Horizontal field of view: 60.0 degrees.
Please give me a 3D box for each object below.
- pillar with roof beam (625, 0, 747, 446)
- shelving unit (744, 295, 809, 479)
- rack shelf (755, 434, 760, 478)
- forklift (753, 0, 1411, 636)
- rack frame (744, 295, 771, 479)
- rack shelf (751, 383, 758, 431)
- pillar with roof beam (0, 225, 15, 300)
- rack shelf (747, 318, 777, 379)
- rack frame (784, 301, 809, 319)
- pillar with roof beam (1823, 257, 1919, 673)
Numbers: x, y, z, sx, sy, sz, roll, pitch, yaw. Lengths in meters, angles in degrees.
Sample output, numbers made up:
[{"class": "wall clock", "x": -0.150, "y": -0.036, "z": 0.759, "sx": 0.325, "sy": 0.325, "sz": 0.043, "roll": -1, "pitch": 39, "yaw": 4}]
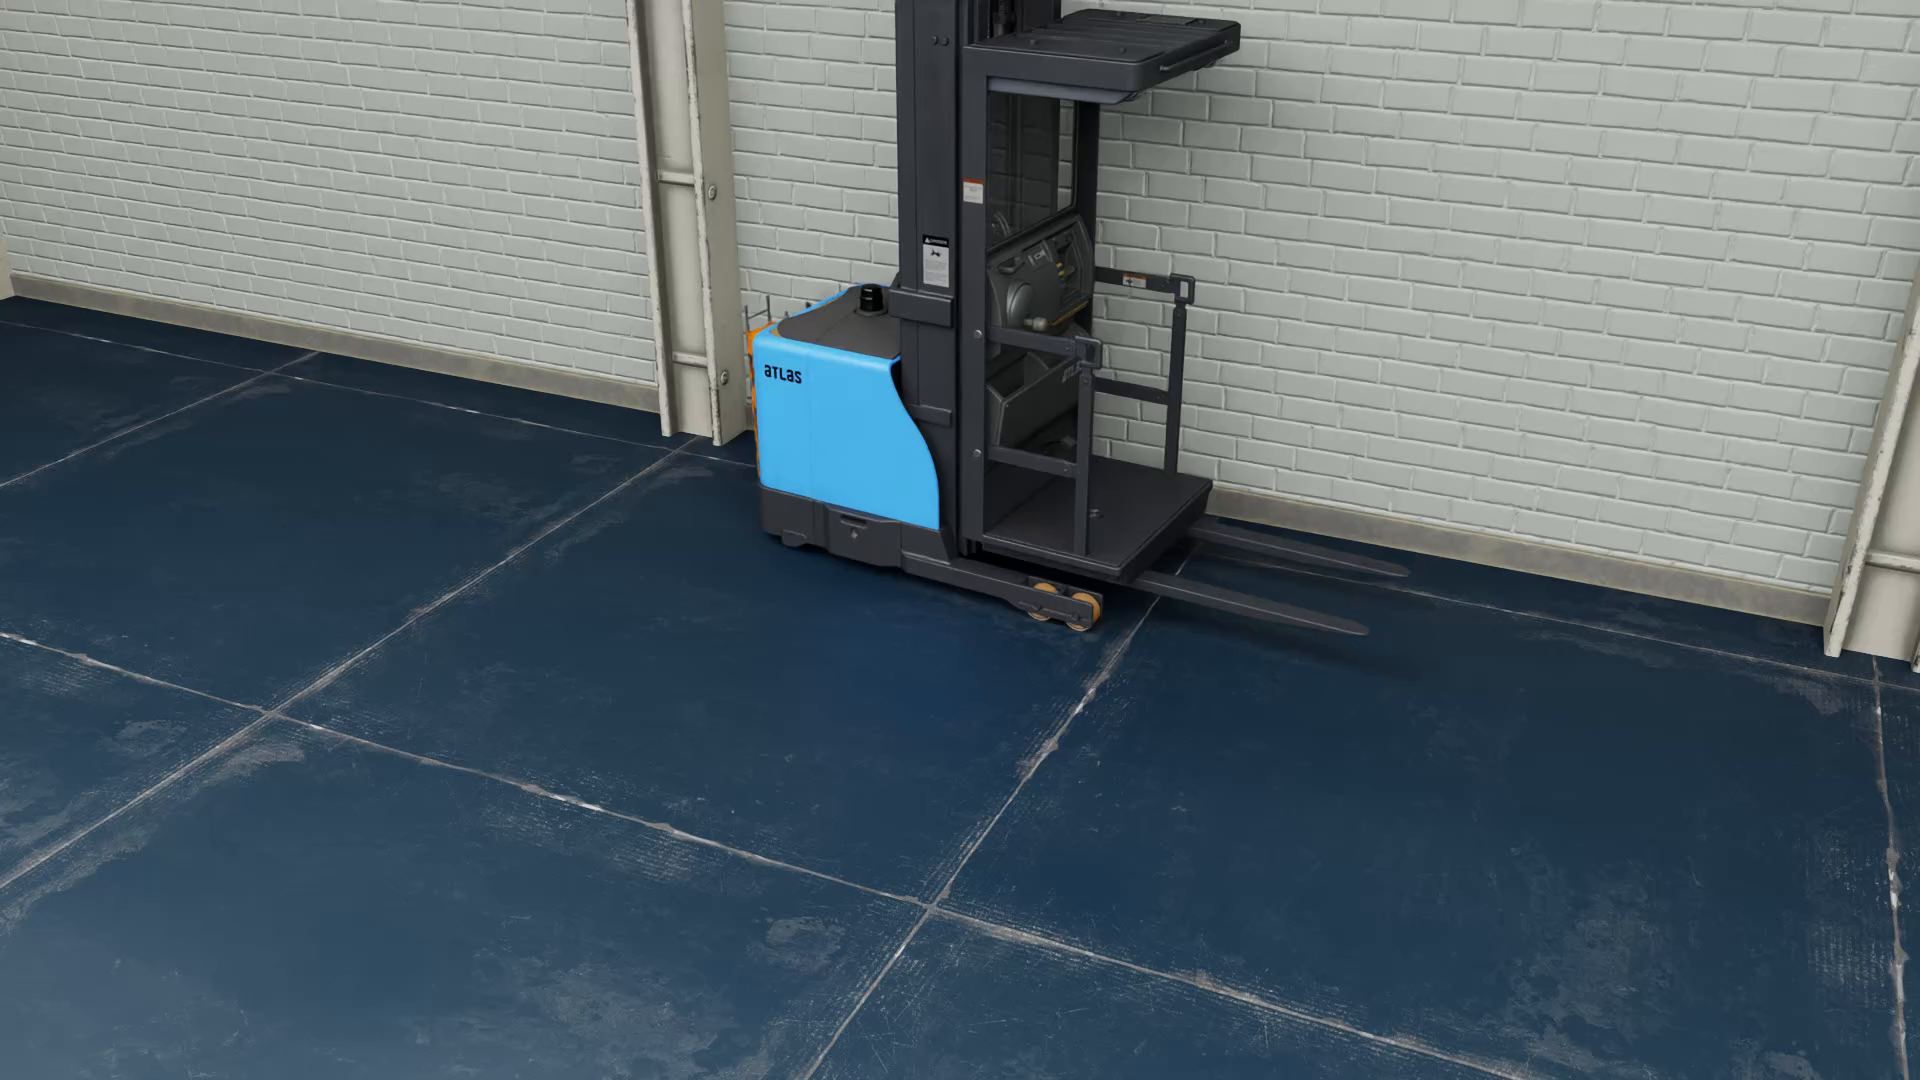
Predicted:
[{"class": "pillar with roof beam", "x": -3.238, "y": -2.930, "z": 4.013, "sx": 0.400, "sy": 9.000, "sz": 9.100, "roll": 11, "pitch": 28, "yaw": 22}, {"class": "shelving unit", "x": -0.898, "y": -0.700, "z": 8.475, "sx": 0.252, "sy": 1.050, "sz": 0.215, "roll": 13, "pitch": 29, "yaw": 28}, {"class": "rack shelf", "x": -0.891, "y": -0.439, "z": 8.598, "sx": 0.240, "sy": 0.259, "sz": 0.215, "roll": 13, "pitch": 29, "yaw": 28}, {"class": "forklift", "x": 0.546, "y": -1.177, "z": 7.323, "sx": 3.031, "sy": 2.935, "sz": 1.130, "roll": 14, "pitch": 30, "yaw": 26}, {"class": "rack frame", "x": -1.003, "y": -0.724, "z": 8.531, "sx": 0.008, "sy": 1.050, "sz": 0.200, "roll": 13, "pitch": 29, "yaw": 28}, {"class": "rack shelf", "x": -0.897, "y": -0.690, "z": 8.479, "sx": 0.240, "sy": 0.259, "sz": 0.215, "roll": 13, "pitch": 29, "yaw": 28}, {"class": "pillar with roof beam", "x": -8.700, "y": -4.027, "z": 6.241, "sx": 0.400, "sy": 9.000, "sz": 9.100, "roll": 11, "pitch": 28, "yaw": 22}, {"class": "rack shelf", "x": -0.904, "y": -0.946, "z": 8.357, "sx": 0.240, "sy": 0.259, "sz": 0.215, "roll": 13, "pitch": 29, "yaw": 28}, {"class": "rack frame", "x": -0.792, "y": -0.675, "z": 8.418, "sx": 0.008, "sy": 1.050, "sz": 0.200, "roll": 13, "pitch": 29, "yaw": 28}, {"class": "pillar with roof beam", "x": 2.224, "y": -1.833, "z": 1.784, "sx": 0.400, "sy": 9.000, "sz": 9.100, "roll": 11, "pitch": 28, "yaw": 22}]
